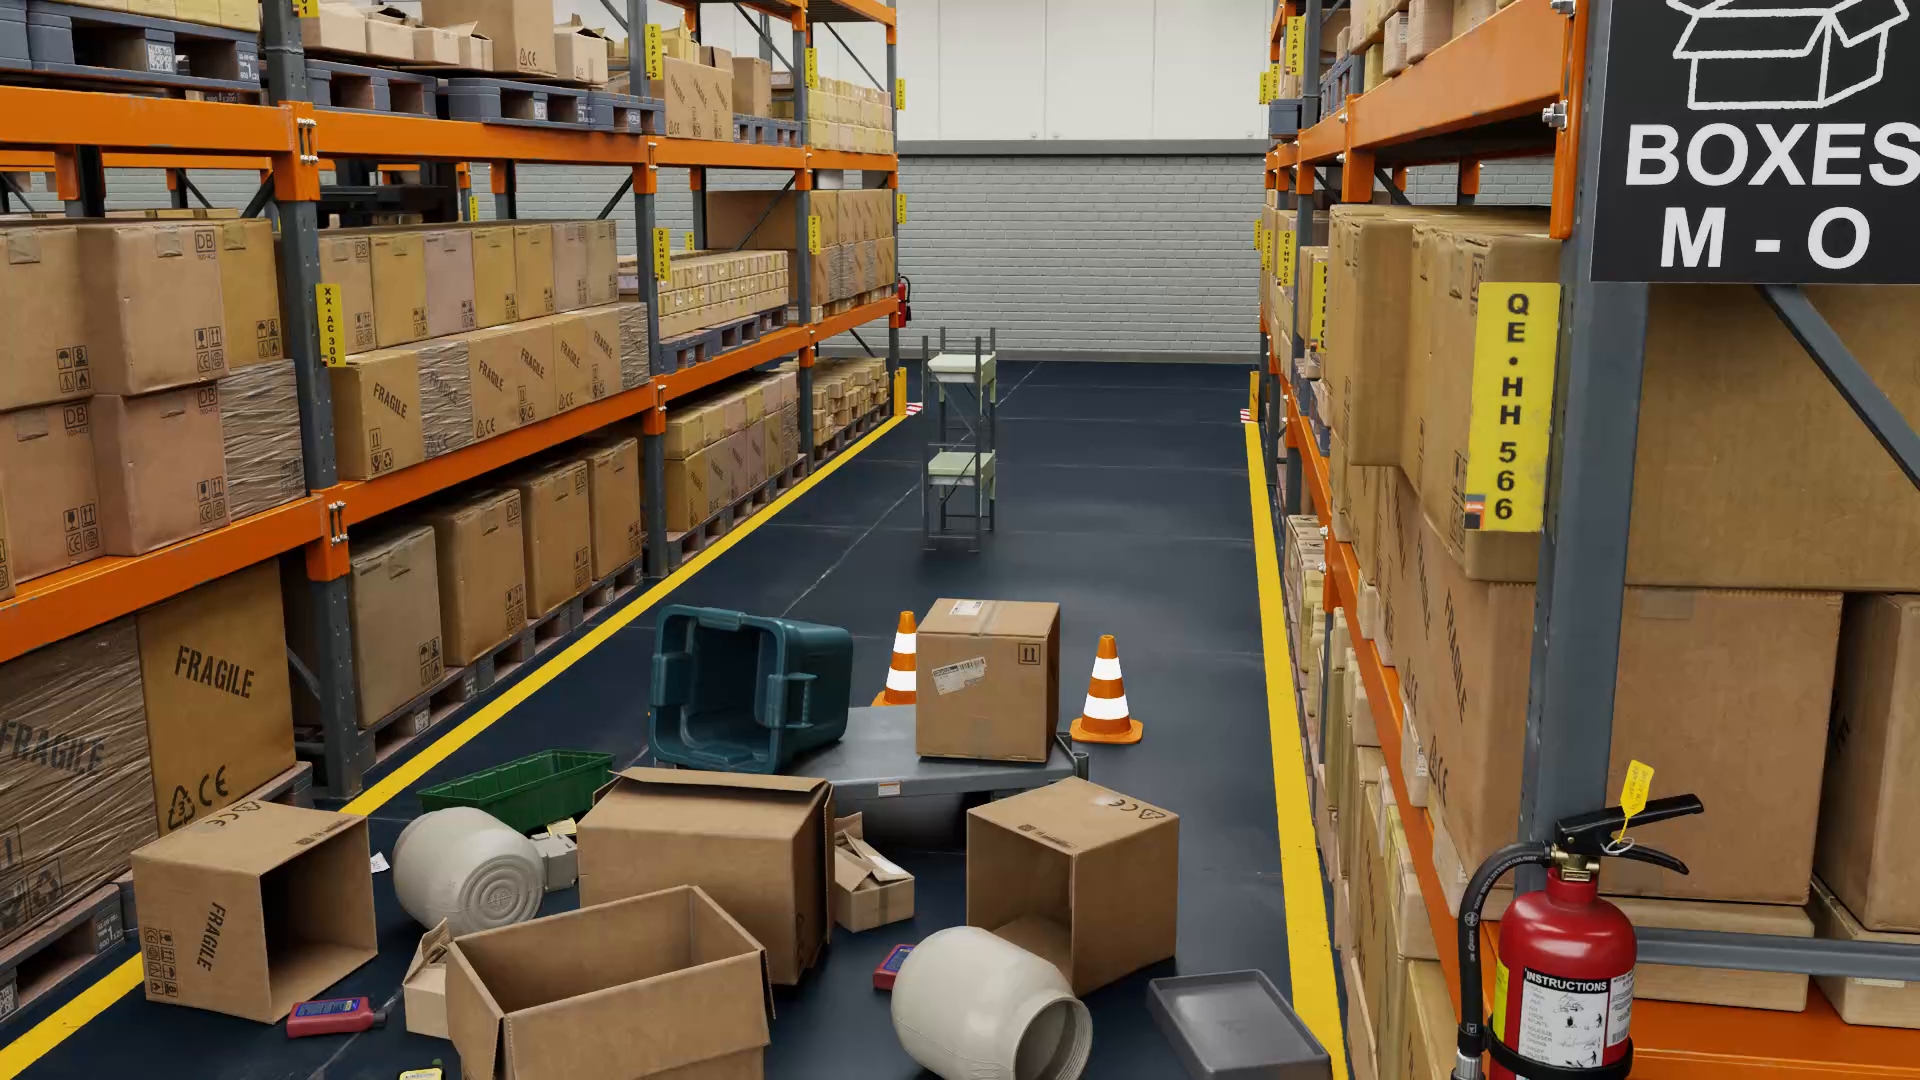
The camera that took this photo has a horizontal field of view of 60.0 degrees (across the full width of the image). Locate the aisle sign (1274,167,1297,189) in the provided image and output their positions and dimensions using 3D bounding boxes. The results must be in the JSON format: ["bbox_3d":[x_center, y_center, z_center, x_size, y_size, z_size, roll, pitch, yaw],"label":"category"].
[{"bbox_3d":[3.449,-4.054,17.516,0.394,0.787,0.004,2,12,9],"label":"aisle sign"}]

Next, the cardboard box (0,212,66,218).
[{"bbox_3d":[-7.066,-2.242,12.656,0.797,0.503,0.637,2,12,10],"label":"cardboard box"}]

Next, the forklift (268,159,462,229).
[{"bbox_3d":[-4.538,-1.689,12.872,1.130,2.935,3.031,2,12,9],"label":"forklift"}]

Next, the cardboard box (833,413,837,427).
[{"bbox_3d":[-1.399,-1.163,16.042,0.380,0.149,0.250,1,12,6],"label":"cardboard box"}]

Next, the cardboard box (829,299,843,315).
[{"bbox_3d":[-1.324,-2.212,15.732,0.380,0.149,0.250,2,12,10],"label":"cardboard box"}]

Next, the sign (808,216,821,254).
[{"bbox_3d":[-1.248,-2.615,14.258,0.100,0.325,0.005,2,12,9],"label":"sign"}]

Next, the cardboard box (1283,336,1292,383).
[{"bbox_3d":[2.316,-1.134,10.493,0.500,0.250,0.500,1,12,7],"label":"cardboard box"}]

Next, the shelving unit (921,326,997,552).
[{"bbox_3d":[-0.001,-0.732,11.829,0.431,1.500,0.755,2,12,9],"label":"shelving unit"}]

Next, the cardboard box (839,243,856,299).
[{"bbox_3d":[-1.290,-2.562,15.819,0.500,0.500,0.500,2,12,7],"label":"cardboard box"}]

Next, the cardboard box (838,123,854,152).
[{"bbox_3d":[-1.297,-3.759,15.552,0.500,0.250,0.500,2,12,11],"label":"cardboard box"}]

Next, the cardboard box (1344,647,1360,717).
[{"bbox_3d":[1.366,0.439,5.046,0.380,0.149,0.250,2,12,11],"label":"cardboard box"}]

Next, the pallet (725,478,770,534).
[{"bbox_3d":[-2.100,-0.286,12.819,1.003,0.211,1.213,2,12,9],"label":"pallet"}]

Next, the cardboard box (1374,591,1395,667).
[{"bbox_3d":[1.297,0.236,4.374,0.380,0.149,0.250,2,12,8],"label":"cardboard box"}]

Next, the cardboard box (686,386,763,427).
[{"bbox_3d":[-1.821,-1.036,12.835,0.500,0.250,0.500,1,12,6],"label":"cardboard box"}]

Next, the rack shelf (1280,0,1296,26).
[{"bbox_3d":[2.802,-3.896,11.367,1.077,0.370,4.000,2,12,9],"label":"rack shelf"}]

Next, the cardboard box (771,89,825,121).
[{"bbox_3d":[-1.486,-3.796,14.536,0.500,0.250,0.500,2,12,11],"label":"cardboard box"}]

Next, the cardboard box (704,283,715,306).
[{"bbox_3d":[-1.984,-1.772,11.988,0.380,0.149,0.250,2,12,9],"label":"cardboard box"}]

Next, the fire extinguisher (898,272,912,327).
[{"bbox_3d":[-0.687,-2.716,18.545,0.296,0.674,0.183,2,12,9],"label":"fire extinguisher"}]

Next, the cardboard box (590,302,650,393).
[{"bbox_3d":[-2.216,-1.180,10.110,0.500,0.500,0.500,2,12,9],"label":"cardboard box"}]

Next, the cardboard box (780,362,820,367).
[{"bbox_3d":[-1.687,-1.793,17.553,0.380,0.149,0.250,2,12,8],"label":"cardboard box"}]

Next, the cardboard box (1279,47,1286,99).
[{"bbox_3d":[2.688,-3.473,12.635,0.500,0.500,0.500,2,12,8],"label":"cardboard box"}]

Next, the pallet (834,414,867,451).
[{"bbox_3d":[-1.543,-1.098,16.589,1.003,0.211,1.213,2,12,9],"label":"pallet"}]

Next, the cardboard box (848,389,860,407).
[{"bbox_3d":[-1.199,-1.409,16.476,0.380,0.149,0.250,2,12,9],"label":"cardboard box"}]

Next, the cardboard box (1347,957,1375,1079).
[{"bbox_3d":[1.285,1.317,4.294,0.500,0.250,0.500,1,12,7],"label":"cardboard box"}]

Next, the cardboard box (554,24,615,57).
[{"bbox_3d":[-2.543,-3.323,11.116,0.396,0.266,0.258,2,12,9],"label":"cardboard box"}]

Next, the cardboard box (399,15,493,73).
[{"bbox_3d":[-2.530,-2.438,8.151,0.396,0.266,0.258,2,12,9],"label":"cardboard box"}]

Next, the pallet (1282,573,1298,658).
[{"bbox_3d":[2.373,0.432,9.489,1.003,0.211,1.213,2,12,9],"label":"pallet"}]

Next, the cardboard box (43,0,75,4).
[{"bbox_3d":[-2.923,-1.701,5.007,0.380,0.149,0.250,2,12,10],"label":"cardboard box"}]

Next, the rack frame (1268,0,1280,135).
[{"bbox_3d":[3.725,-5.692,17.045,1.000,3.000,0.127,2,12,9],"label":"rack frame"}]

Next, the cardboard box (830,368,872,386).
[{"bbox_3d":[-1.111,-1.665,16.956,0.380,0.149,0.250,2,12,11],"label":"cardboard box"}]

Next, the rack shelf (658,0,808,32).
[{"bbox_3d":[-2.105,-4.035,12.014,1.077,0.370,4.000,2,12,9],"label":"rack shelf"}]

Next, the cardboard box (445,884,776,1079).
[{"bbox_3d":[-0.967,1.344,4.562,0.797,0.503,0.637,-7,14,-30],"label":"cardboard box"}]

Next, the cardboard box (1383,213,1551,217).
[{"bbox_3d":[1.403,-0.539,4.058,0.700,0.500,0.500,2,12,8],"label":"cardboard box"}]

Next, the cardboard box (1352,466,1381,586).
[{"bbox_3d":[1.392,-0.164,4.689,0.500,0.500,0.500,2,12,8],"label":"cardboard box"}]

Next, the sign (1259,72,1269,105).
[{"bbox_3d":[3.177,-4.711,17.350,0.100,0.325,0.005,2,12,9],"label":"sign"}]

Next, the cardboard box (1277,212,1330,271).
[{"bbox_3d":[2.628,-2.171,12.336,0.500,0.500,0.500,2,12,7],"label":"cardboard box"}]

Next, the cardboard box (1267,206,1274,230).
[{"bbox_3d":[3.150,-2.887,15.660,0.500,0.500,0.500,2,12,9],"label":"cardboard box"}]

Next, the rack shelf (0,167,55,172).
[{"bbox_3d":[-11.269,-3.939,17.739,1.077,0.370,4.000,2,12,9],"label":"rack shelf"}]

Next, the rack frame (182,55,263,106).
[{"bbox_3d":[-6.682,-5.180,14.671,1.000,3.000,0.127,2,12,9],"label":"rack frame"}]

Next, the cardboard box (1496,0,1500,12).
[{"bbox_3d":[1.123,-0.963,2.816,0.380,0.149,0.250,2,12,10],"label":"cardboard box"}]

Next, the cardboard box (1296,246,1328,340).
[{"bbox_3d":[2.197,-1.407,9.463,0.500,0.500,0.500,2,12,7],"label":"cardboard box"}]

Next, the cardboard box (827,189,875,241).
[{"bbox_3d":[-1.155,-3.264,16.704,0.500,0.500,0.500,3,12,12],"label":"cardboard box"}]

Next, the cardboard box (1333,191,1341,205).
[{"bbox_3d":[3.436,-2.947,14.398,0.380,0.149,0.250,2,12,8],"label":"cardboard box"}]

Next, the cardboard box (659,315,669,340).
[{"bbox_3d":[-2.144,-1.402,10.980,0.380,0.149,0.250,2,12,8],"label":"cardboard box"}]

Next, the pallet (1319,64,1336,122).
[{"bbox_3d":[2.236,-1.977,7.372,1.213,0.211,1.003,2,12,9],"label":"pallet"}]

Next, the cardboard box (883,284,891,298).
[{"bbox_3d":[-0.953,-2.699,17.992,0.380,0.149,0.250,2,12,9],"label":"cardboard box"}]

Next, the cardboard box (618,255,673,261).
[{"bbox_3d":[-2.470,-2.155,13.062,0.380,0.149,0.250,2,12,8],"label":"cardboard box"}]

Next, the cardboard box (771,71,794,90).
[{"bbox_3d":[-1.513,-3.951,14.309,0.380,0.149,0.250,2,12,8],"label":"cardboard box"}]

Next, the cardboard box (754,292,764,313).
[{"bbox_3d":[-1.781,-1.901,13.295,0.380,0.149,0.250,1,12,6],"label":"cardboard box"}]

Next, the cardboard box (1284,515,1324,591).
[{"bbox_3d":[2.398,0.103,9.638,0.950,0.372,0.625,1,12,5],"label":"cardboard box"}]

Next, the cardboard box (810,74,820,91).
[{"bbox_3d":[-1.438,-4.007,14.567,0.380,0.149,0.250,1,12,6],"label":"cardboard box"}]

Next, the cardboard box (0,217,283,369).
[{"bbox_3d":[-3.118,-0.926,6.252,0.875,0.550,0.550,2,12,9],"label":"cardboard box"}]

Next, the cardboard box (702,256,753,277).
[{"bbox_3d":[-1.829,-2.134,12.963,0.380,0.149,0.250,1,12,7],"label":"cardboard box"}]

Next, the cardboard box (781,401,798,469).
[{"bbox_3d":[-1.662,-0.887,13.926,0.500,0.500,0.500,2,12,8],"label":"cardboard box"}]

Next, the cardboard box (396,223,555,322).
[{"bbox_3d":[-2.644,-1.466,9.063,0.700,0.500,0.500,2,12,8],"label":"cardboard box"}]
